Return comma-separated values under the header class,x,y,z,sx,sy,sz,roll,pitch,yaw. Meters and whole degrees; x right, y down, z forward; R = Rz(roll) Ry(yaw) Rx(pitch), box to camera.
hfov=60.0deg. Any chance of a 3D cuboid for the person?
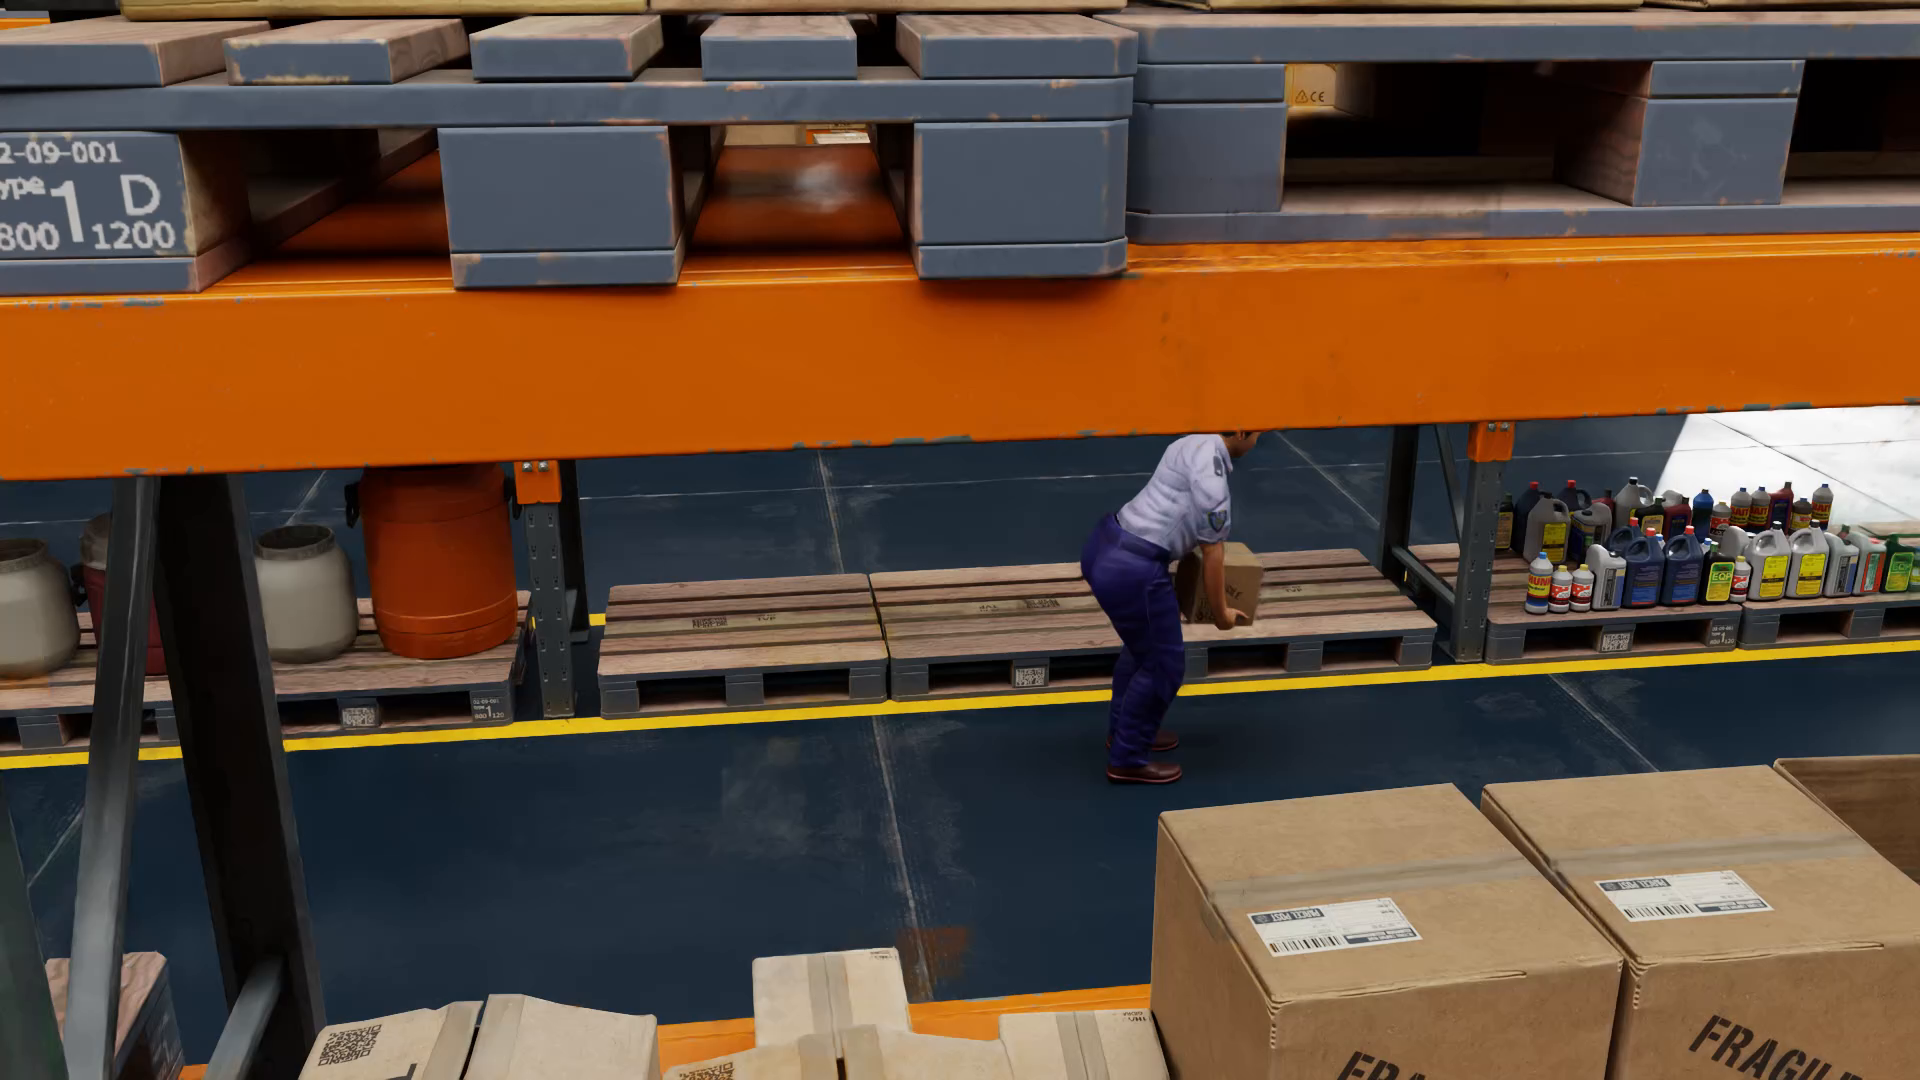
class,x,y,z,sx,sy,sz,roll,pitch,yaw
person,0.806,0.176,6.347,0.674,1.497,0.437,-3,20,-9
